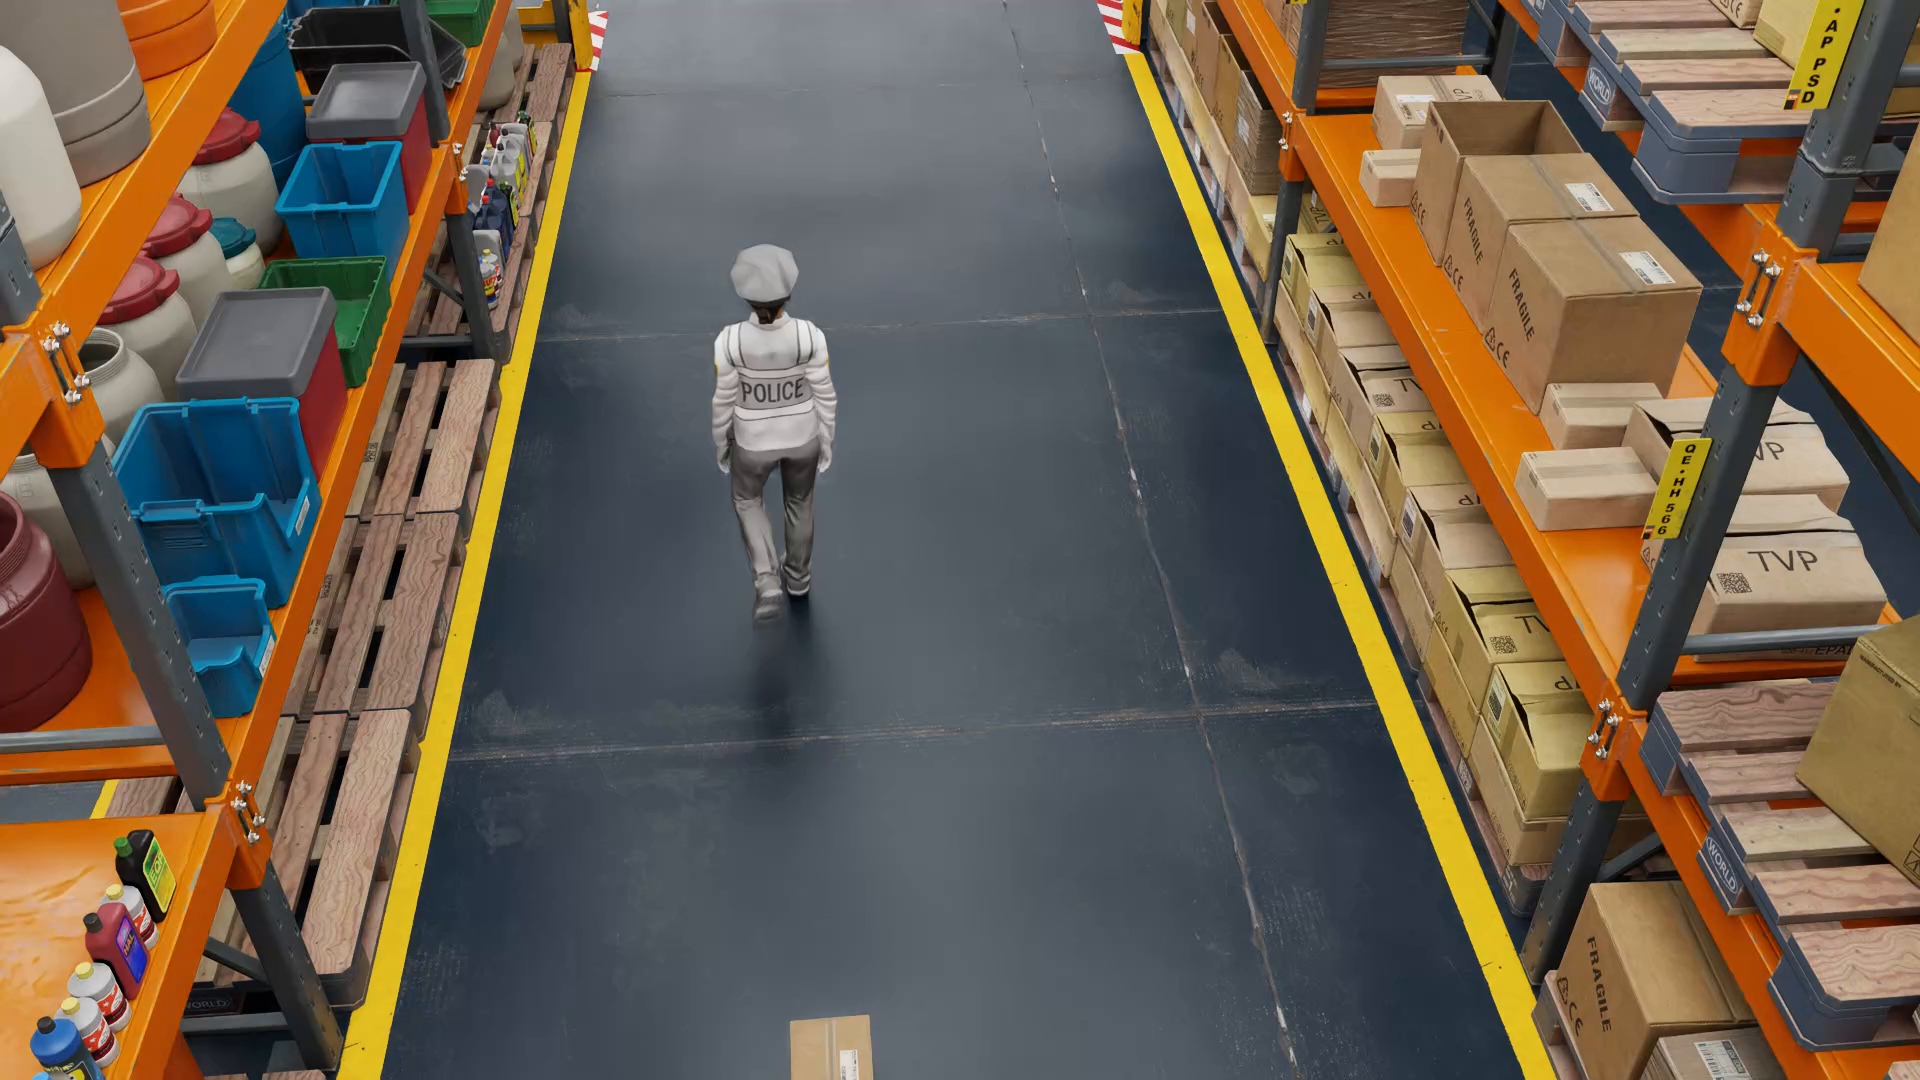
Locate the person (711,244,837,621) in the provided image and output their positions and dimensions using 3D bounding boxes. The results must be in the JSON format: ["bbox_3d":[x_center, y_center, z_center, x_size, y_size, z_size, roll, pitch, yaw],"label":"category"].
[{"bbox_3d":[-0.727,-0.395,6.574,0.493,1.677,0.566,-7,40,-9],"label":"person"}]
